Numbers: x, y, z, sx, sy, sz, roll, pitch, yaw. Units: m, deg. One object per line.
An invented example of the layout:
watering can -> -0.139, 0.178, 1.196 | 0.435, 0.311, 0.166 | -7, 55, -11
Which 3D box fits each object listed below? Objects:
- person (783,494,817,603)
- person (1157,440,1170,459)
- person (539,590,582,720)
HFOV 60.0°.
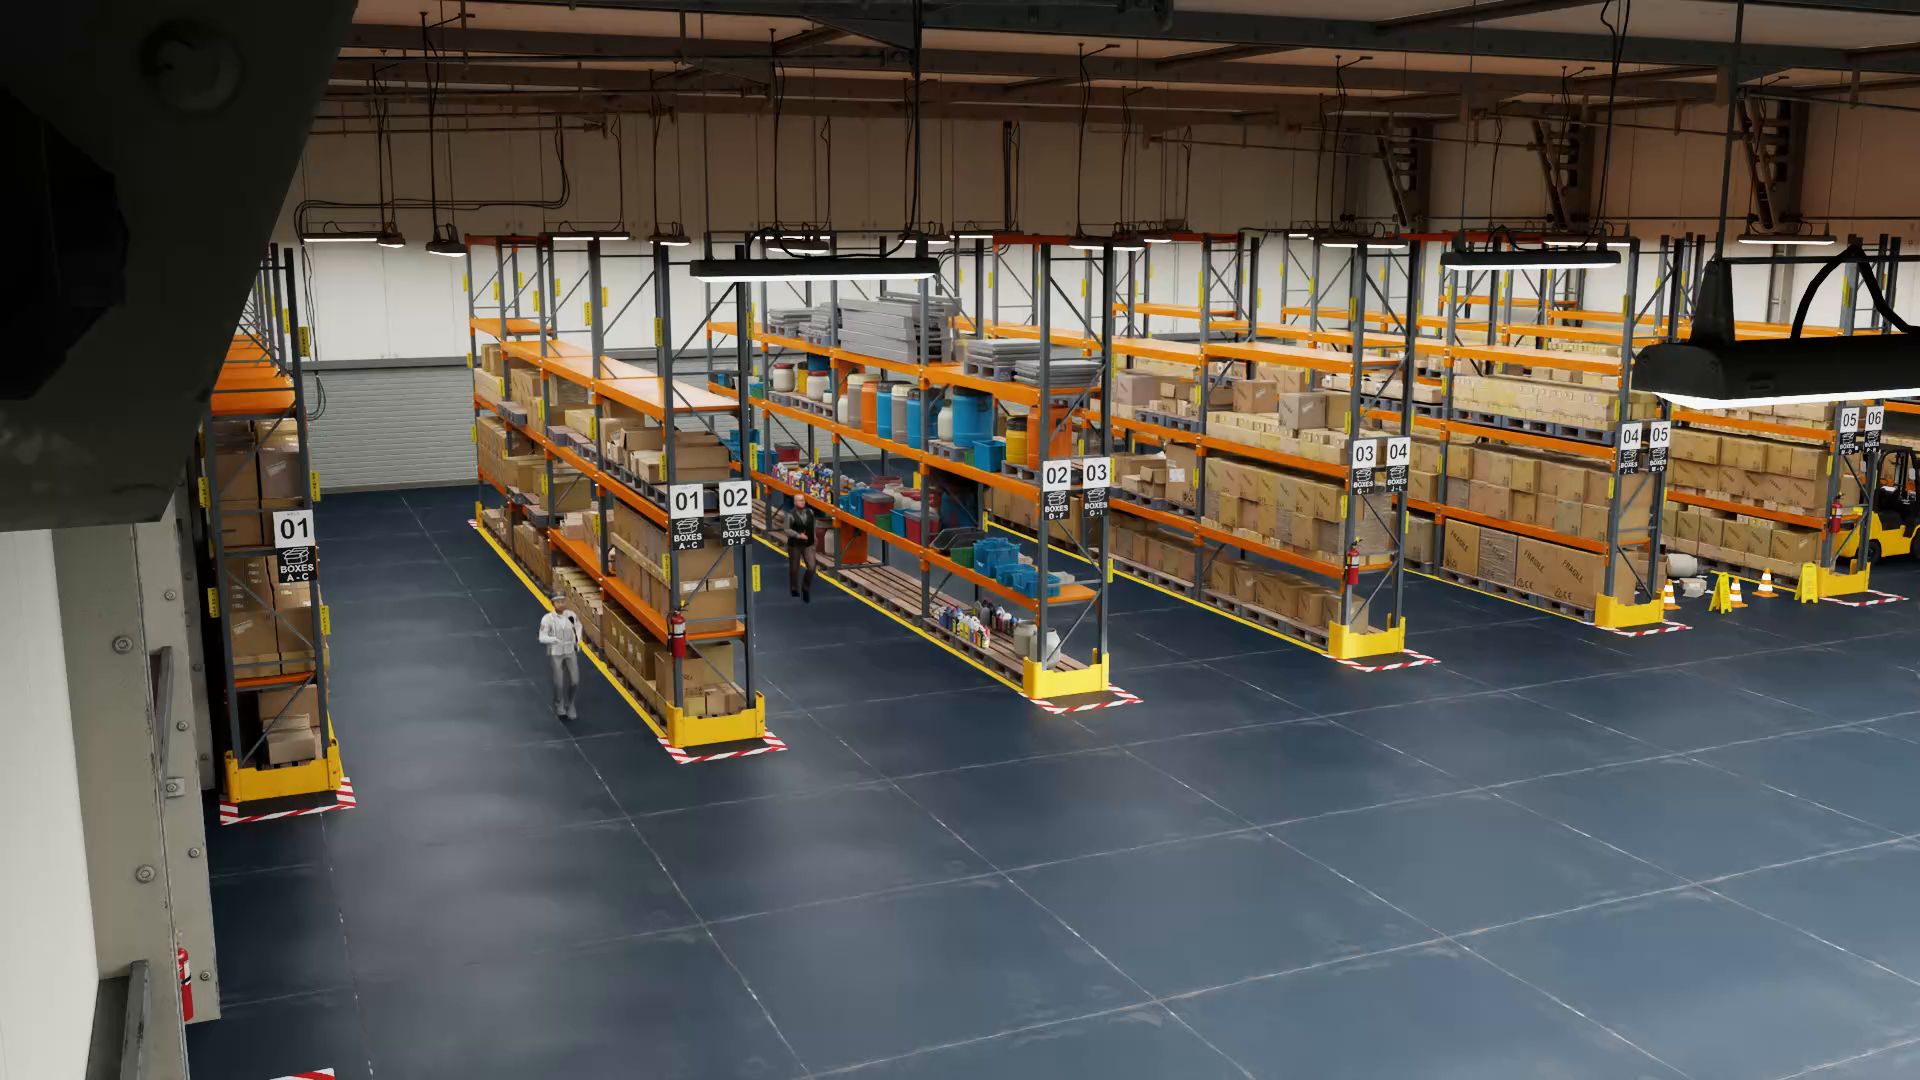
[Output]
person -> -2.515, 0.142, 26.509 | 0.625, 1.770, 0.764 | -5, 12, -26
person -> 4.420, -1.319, 35.516 | 0.609, 1.655, 0.595 | -4, 12, -21
person -> -5.032, 1.475, 21.125 | 0.595, 1.705, 0.629 | -5, 12, -24
